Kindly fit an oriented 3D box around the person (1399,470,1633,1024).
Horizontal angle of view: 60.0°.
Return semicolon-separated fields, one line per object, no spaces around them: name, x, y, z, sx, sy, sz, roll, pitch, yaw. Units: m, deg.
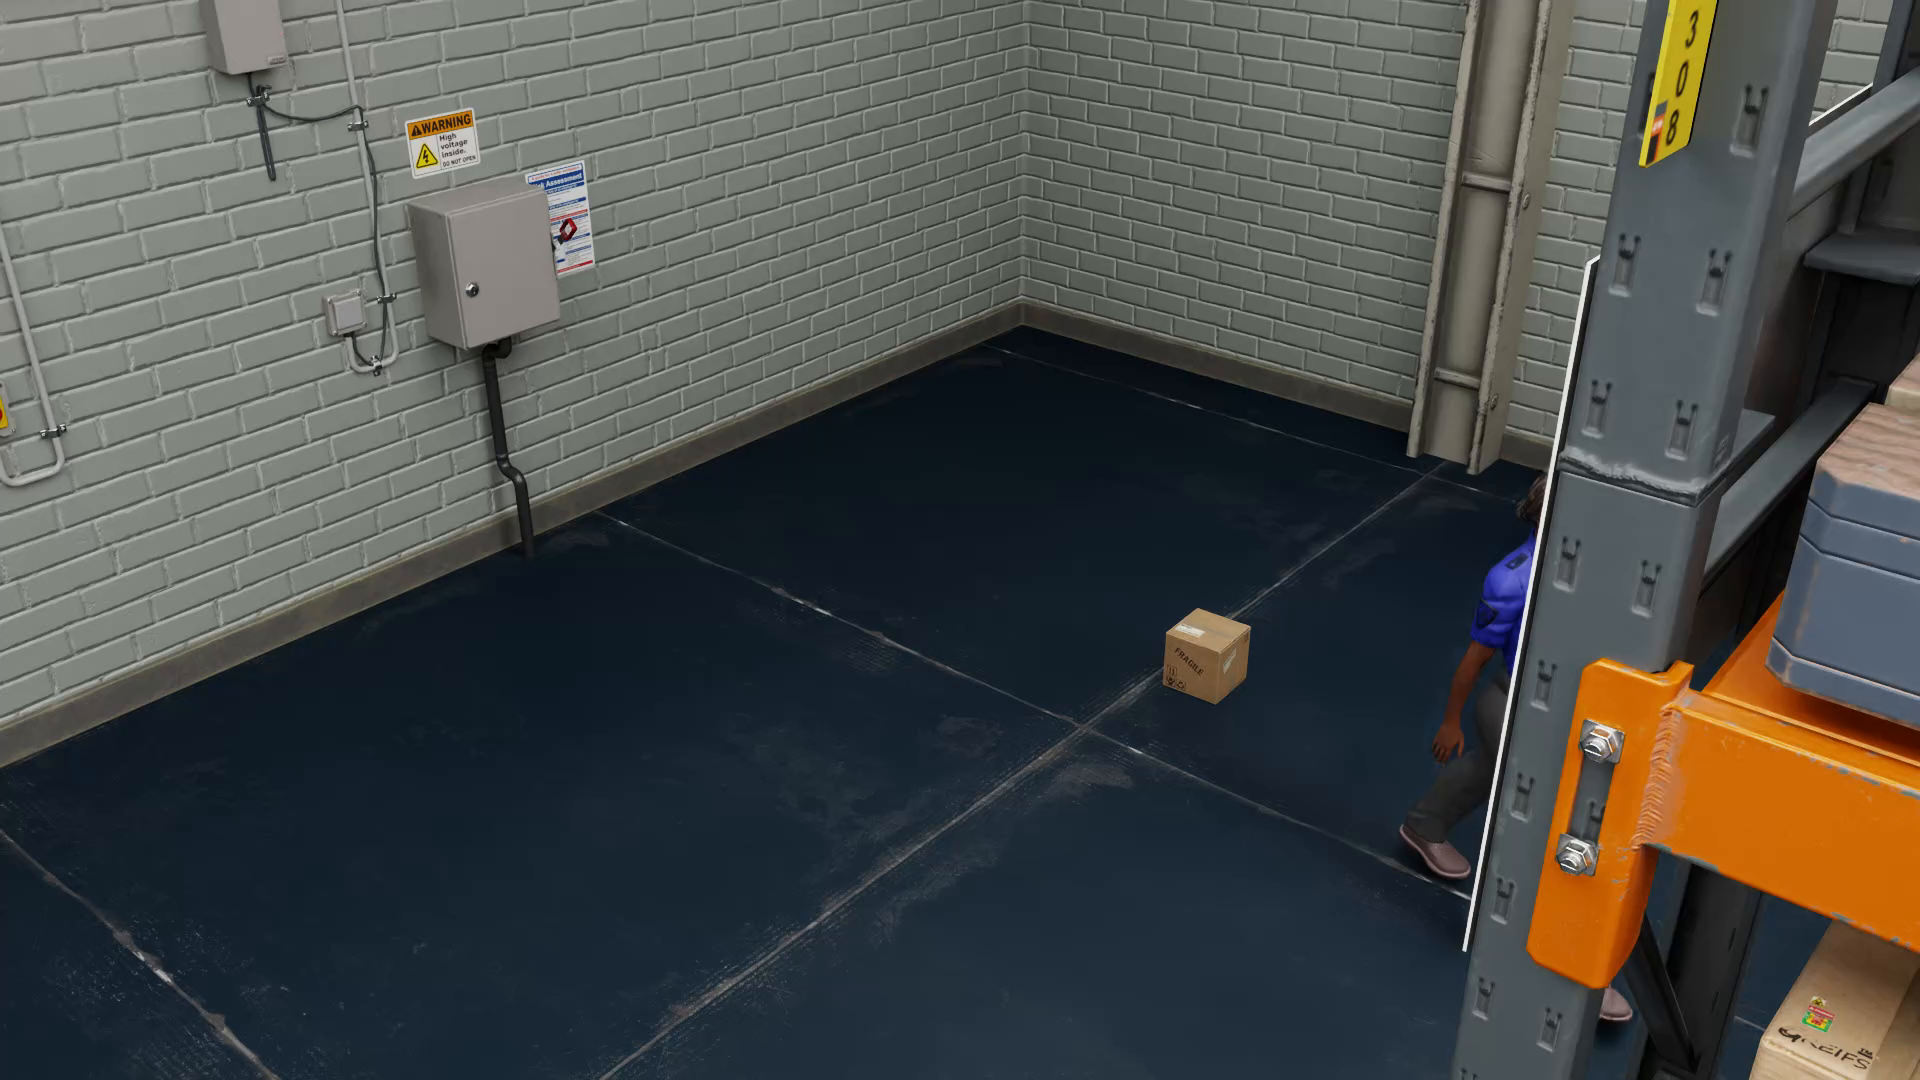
person;1.803;0.545;5.067;0.483;1.579;1.009;-21;34;-35
